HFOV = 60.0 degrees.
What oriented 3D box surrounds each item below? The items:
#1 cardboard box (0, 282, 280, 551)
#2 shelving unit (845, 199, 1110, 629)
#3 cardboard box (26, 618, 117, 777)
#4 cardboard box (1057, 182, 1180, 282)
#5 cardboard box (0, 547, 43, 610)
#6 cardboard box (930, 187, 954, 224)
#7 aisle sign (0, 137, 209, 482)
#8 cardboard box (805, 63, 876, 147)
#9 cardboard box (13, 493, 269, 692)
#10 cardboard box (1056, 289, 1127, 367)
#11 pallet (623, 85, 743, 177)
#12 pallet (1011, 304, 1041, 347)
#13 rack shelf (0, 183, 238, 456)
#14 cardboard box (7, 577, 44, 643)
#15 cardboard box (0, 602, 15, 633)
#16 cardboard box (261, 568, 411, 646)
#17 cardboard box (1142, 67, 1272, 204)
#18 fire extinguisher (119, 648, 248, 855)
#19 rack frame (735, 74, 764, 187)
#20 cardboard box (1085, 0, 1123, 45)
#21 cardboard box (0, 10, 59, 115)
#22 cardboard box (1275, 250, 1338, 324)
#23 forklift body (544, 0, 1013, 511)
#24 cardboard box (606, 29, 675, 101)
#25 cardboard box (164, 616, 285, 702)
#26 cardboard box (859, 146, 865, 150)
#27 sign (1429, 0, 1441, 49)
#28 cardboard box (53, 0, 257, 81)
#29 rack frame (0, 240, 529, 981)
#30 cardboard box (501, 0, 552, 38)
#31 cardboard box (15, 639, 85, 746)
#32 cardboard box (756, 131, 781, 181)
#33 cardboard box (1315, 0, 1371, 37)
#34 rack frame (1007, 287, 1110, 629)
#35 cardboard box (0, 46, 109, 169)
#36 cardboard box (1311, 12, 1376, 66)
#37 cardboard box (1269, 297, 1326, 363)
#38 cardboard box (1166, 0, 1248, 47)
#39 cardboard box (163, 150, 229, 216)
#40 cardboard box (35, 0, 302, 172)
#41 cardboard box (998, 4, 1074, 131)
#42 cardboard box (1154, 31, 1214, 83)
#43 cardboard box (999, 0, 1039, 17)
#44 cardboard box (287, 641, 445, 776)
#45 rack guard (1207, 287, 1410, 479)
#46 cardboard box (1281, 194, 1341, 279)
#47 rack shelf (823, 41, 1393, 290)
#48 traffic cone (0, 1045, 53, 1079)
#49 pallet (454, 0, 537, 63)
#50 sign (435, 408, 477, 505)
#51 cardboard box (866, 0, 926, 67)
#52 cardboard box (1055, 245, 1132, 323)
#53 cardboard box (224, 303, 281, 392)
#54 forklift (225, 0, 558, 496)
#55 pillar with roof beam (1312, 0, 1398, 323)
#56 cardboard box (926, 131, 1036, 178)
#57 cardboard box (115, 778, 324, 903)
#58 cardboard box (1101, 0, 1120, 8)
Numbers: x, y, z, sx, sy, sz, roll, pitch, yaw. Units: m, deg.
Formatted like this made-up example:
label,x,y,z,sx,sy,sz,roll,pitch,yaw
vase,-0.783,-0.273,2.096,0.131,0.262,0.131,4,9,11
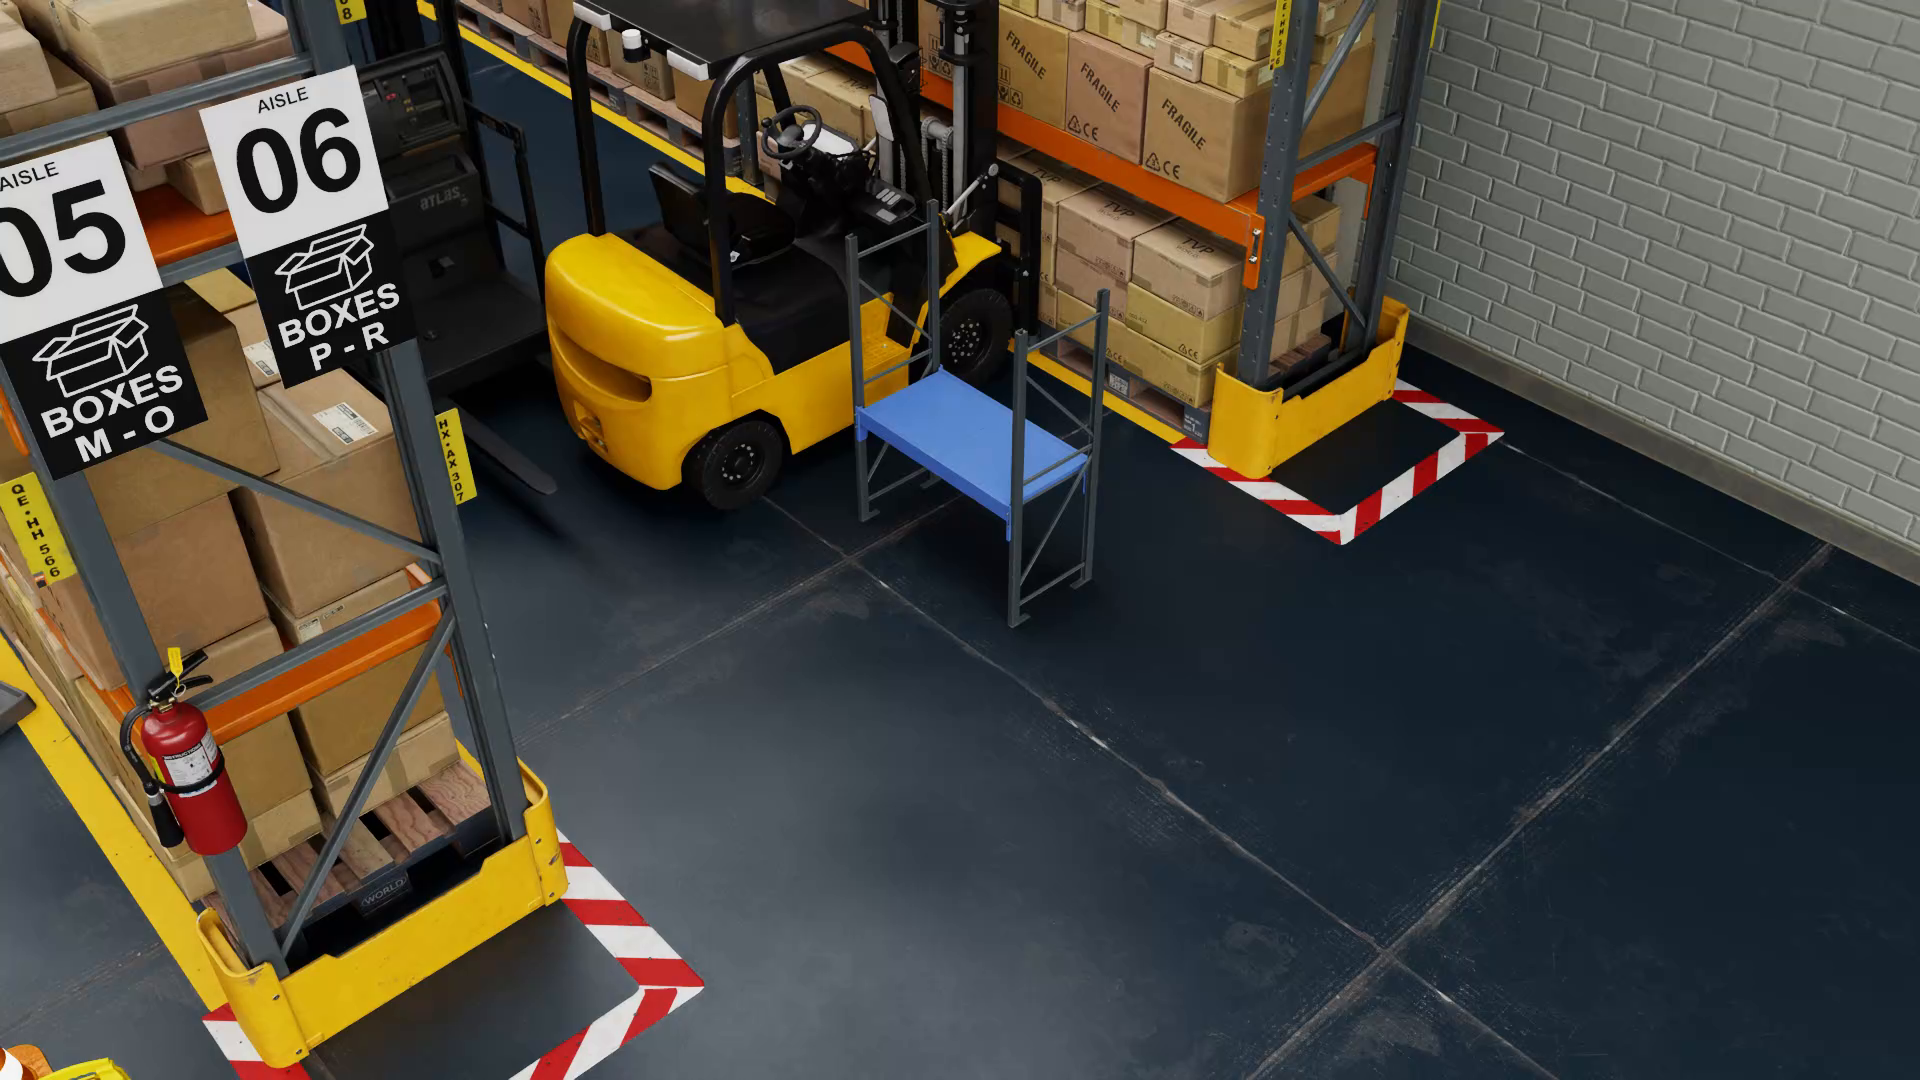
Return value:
label,x,y,z,sx,sy,sz,roll,pitch,yaw
cardboard box,-2.425,-0.362,4.699,0.700,0.500,0.500,-31,48,-33
shelving unit,0.058,-0.544,7.230,0.538,1.500,1.048,-30,48,-32
cardboard box,-3.008,0.440,6.076,0.500,0.500,0.500,-28,47,-30
cardboard box,0.844,-1.583,8.381,0.500,0.250,0.500,-29,47,-31
cardboard box,-2.937,0.037,5.517,0.380,0.149,0.250,-29,47,-31
cardboard box,0.144,-1.866,9.130,0.500,0.250,0.500,-30,48,-32
aisle sign,-2.091,-0.534,3.955,0.394,0.787,0.004,-30,48,-32
cardboard box,-0.536,-2.522,9.543,0.500,0.250,0.500,-30,48,-32
cardboard box,-2.489,0.036,5.001,0.500,0.500,0.500,-31,48,-32
cardboard box,0.855,-1.197,8.699,0.500,0.250,0.500,-30,48,-32
pallet,-1.498,-2.877,11.144,1.003,0.211,1.213,-30,48,-32
pallet,0.366,-1.602,9.565,1.003,0.211,1.213,-30,48,-32
rack shelf,-3.272,-1.488,5.390,1.077,0.370,4.000,-30,48,-32
cardboard box,-3.118,0.168,5.895,0.380,0.149,0.250,-29,47,-31
cardboard box,-3.704,-0.040,6.670,0.500,0.500,0.500,-27,46,-30
cardboard box,-1.996,0.178,5.343,0.380,0.149,0.250,-30,48,-32
cardboard box,1.208,-1.941,7.686,0.500,0.500,0.500,-31,48,-33
fire extinguisher,-2.181,0.604,4.676,0.296,0.674,0.183,-30,48,-32
rack frame,-0.971,-3.637,9.866,1.000,3.000,0.127,-30,48,-32
cardboard box,0.809,-2.490,7.850,0.380,0.149,0.250,-30,48,-32
cardboard box,-2.365,-1.085,3.884,0.380,0.149,0.250,-29,47,-31
cardboard box,1.570,-1.380,8.528,0.500,0.250,0.500,-29,47,-31
forklift body,-0.892,-1.558,7.967,2.313,2.155,1.214,-30,48,-32
cardboard box,-1.851,-3.476,11.222,0.875,0.625,0.625,-30,48,-32
cardboard box,-2.330,0.341,5.141,0.380,0.149,0.250,-28,47,-30
cardboard box,-0.529,-2.338,9.714,0.500,0.250,0.500,-30,48,-32
sign,2.147,-2.387,7.566,0.100,0.325,0.005,-30,48,-32
cardboard box,-2.009,-1.305,4.157,0.380,0.149,0.250,-30,48,-32
rack frame,-1.919,0.325,4.960,1.000,3.000,0.127,-30,48,-32
cardboard box,-2.817,-4.134,12.038,0.875,0.625,0.625,-28,47,-30
cardboard box,-3.367,0.489,6.612,0.500,0.250,0.500,-32,49,-33
cardboard box,-0.887,-2.366,10.147,0.500,0.250,0.500,-29,47,-31
cardboard box,1.665,-2.439,7.550,0.380,0.149,0.250,-31,48,-32
rack frame,0.401,-0.309,6.939,0.500,1.500,0.032,-30,48,-32
cardboard box,-2.464,-1.022,4.123,0.500,0.250,0.500,-31,48,-32
cardboard box,1.696,-2.344,7.670,0.380,0.149,0.250,-31,48,-33
cardboard box,1.546,-1.190,8.690,0.500,0.250,0.500,-30,48,-32
cardboard box,1.147,-2.370,7.465,0.380,0.149,0.250,-30,48,-32
cardboard box,-1.904,-1.036,4.457,0.380,0.149,0.250,-30,48,-32
cardboard box,-2.063,-1.245,4.400,0.500,0.250,0.500,-31,48,-32
cardboard box,0.517,-2.422,8.282,0.500,0.500,0.500,-31,48,-32
cardboard box,1.099,-2.224,7.521,0.380,0.149,0.250,-29,47,-31
cardboard box,0.408,-2.702,8.112,0.380,0.149,0.250,-30,47,-31
cardboard box,-2.277,0.438,6.078,0.500,0.500,0.500,-32,49,-33
rack guard,1.751,-0.802,8.346,1.175,0.500,0.348,-30,48,-32
cardboard box,1.549,-1.571,8.367,0.500,0.250,0.500,-31,48,-32
rack shelf,0.382,-2.432,8.946,1.077,0.370,4.000,-30,48,-32
traffic cone,-3.160,1.661,5.325,0.336,0.463,0.334,-30,48,-32
pallet,-3.148,-4.006,12.542,1.003,0.211,1.213,-30,48,-32
sign,-1.520,-0.242,4.974,0.100,0.325,0.005,-30,48,-32
cardboard box,-0.155,-2.892,8.864,0.500,0.500,0.500,-30,48,-32
cardboard box,0.844,-1.403,8.556,0.500,0.250,0.500,-30,48,-32
cardboard box,-2.388,-0.405,5.548,0.500,0.500,0.500,-28,47,-31
forklift,-2.705,-2.004,7.899,1.130,2.935,3.031,-31,48,-33
pillar with roof beam,-1.243,-2.996,4.297,9.100,9.000,0.400,-30,48,-32
cardboard box,0.158,-2.050,8.959,0.500,0.250,0.500,-31,48,-33
cardboard box,-2.680,0.961,6.027,0.500,0.250,0.500,-30,48,-32
cardboard box,0.837,-2.626,7.782,0.380,0.149,0.250,-30,47,-31
